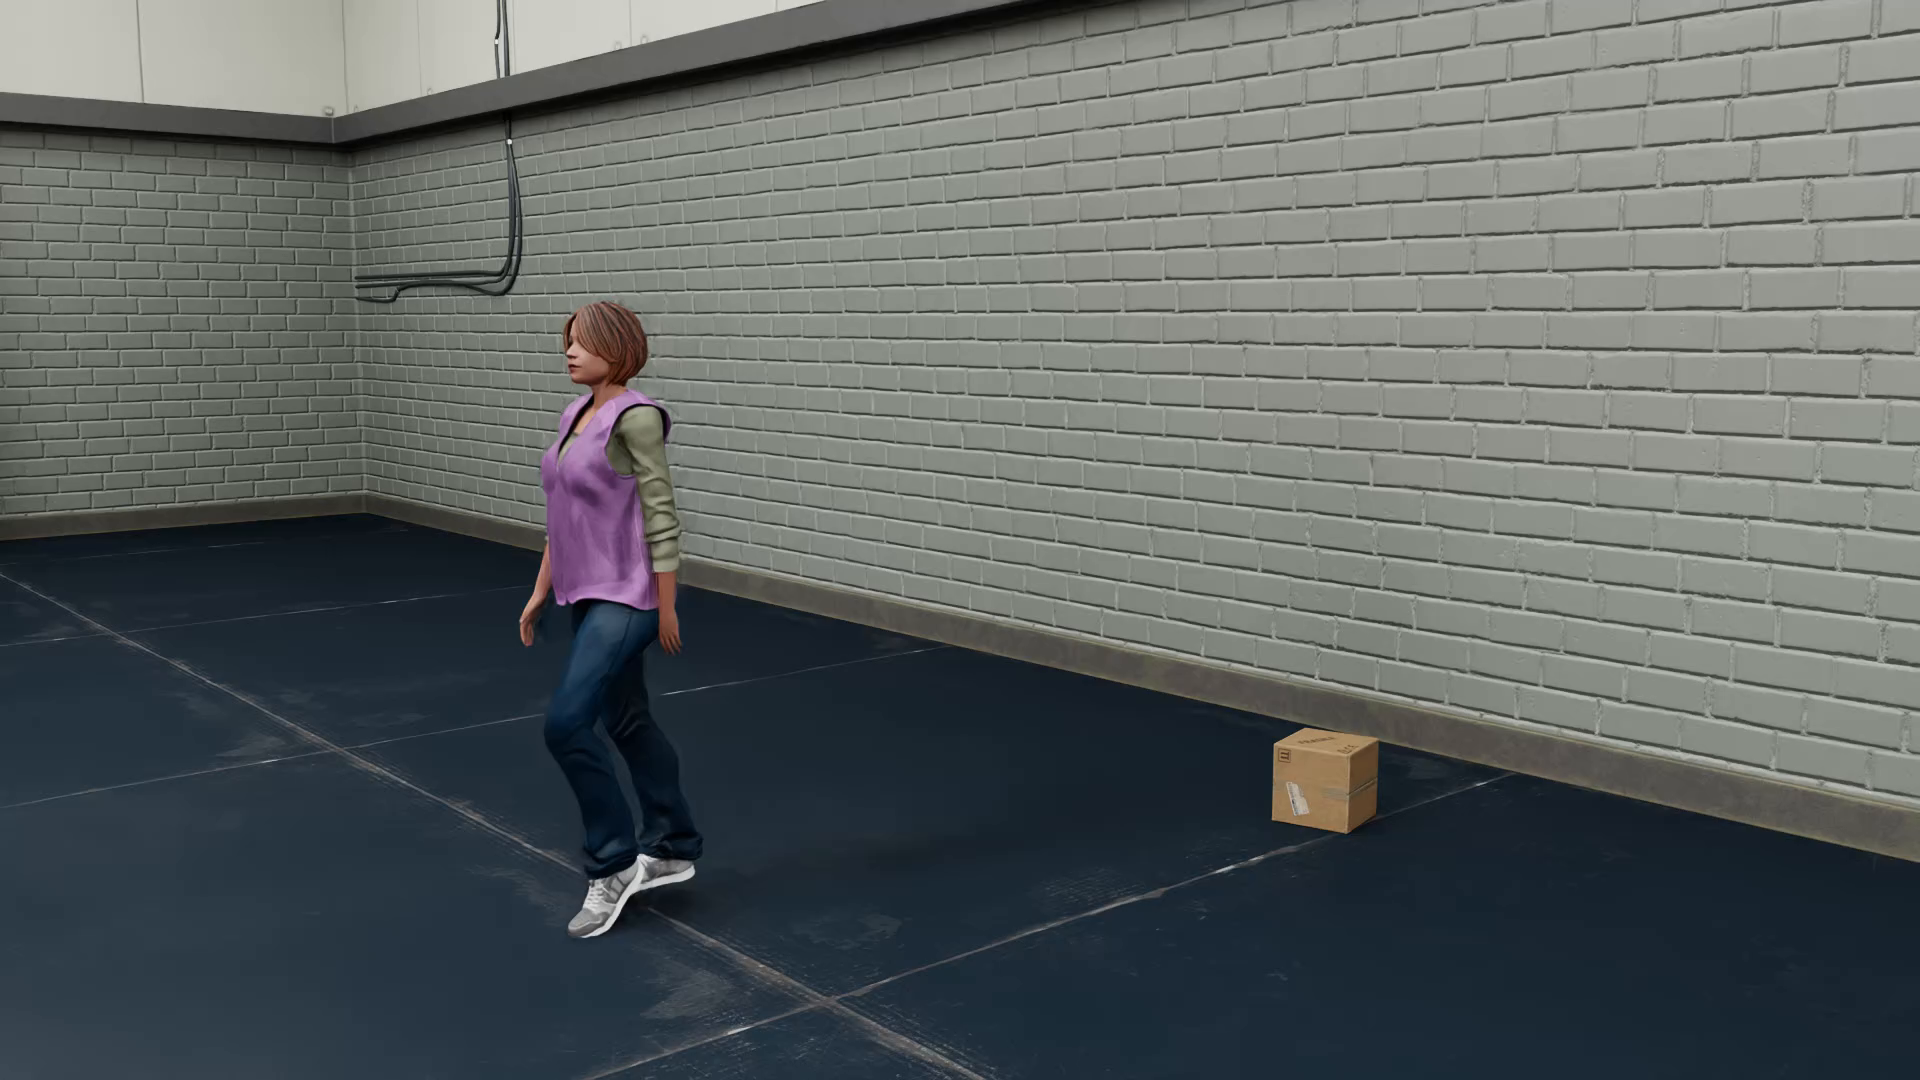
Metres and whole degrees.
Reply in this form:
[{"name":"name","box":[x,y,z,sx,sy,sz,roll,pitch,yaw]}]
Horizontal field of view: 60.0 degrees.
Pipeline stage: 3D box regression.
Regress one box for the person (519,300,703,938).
[{"name":"person","box":[-0.915,0.197,4.365,0.482,1.635,0.405,-6,9,-36]}]
